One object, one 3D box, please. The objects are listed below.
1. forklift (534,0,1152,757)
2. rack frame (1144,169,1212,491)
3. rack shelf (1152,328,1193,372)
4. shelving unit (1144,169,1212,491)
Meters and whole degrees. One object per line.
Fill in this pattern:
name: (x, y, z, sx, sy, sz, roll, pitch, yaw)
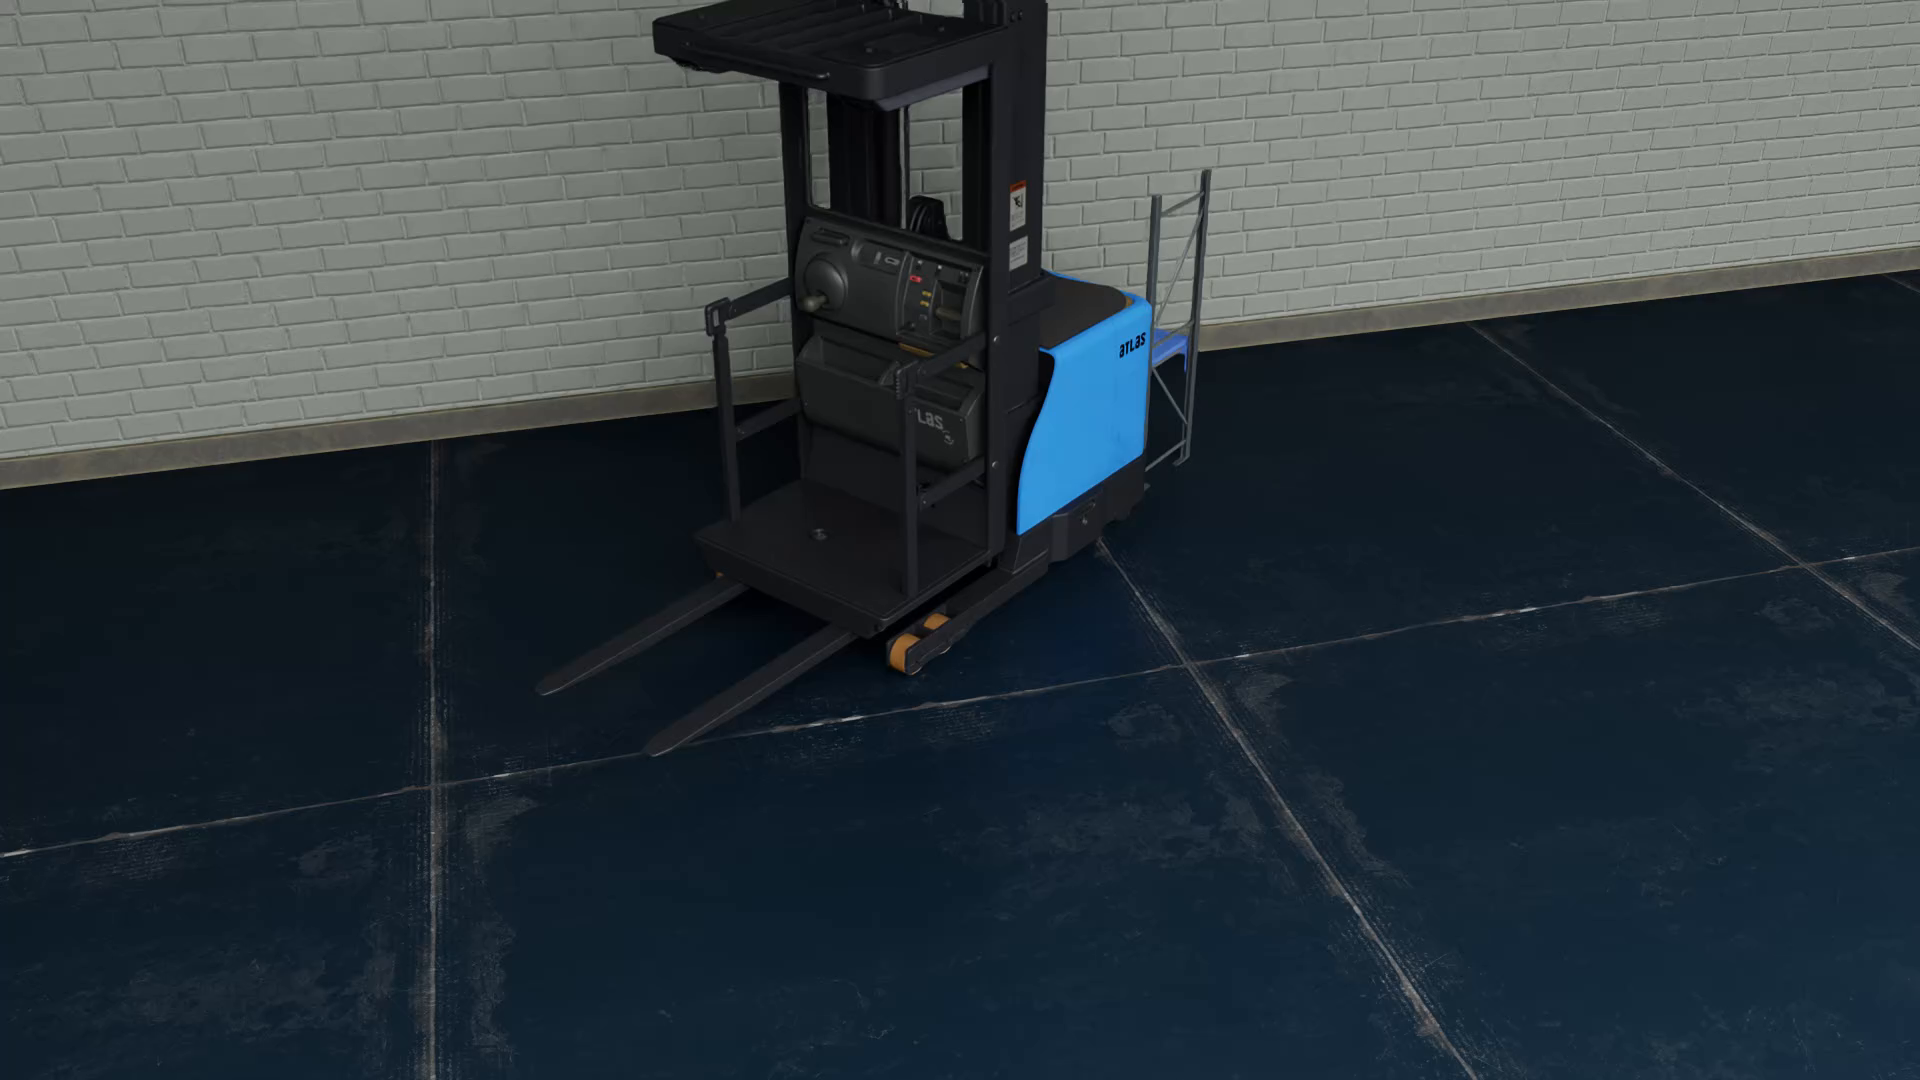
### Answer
forklift: (-0.425, -0.998, 6.549, 1.130, 2.935, 3.031, 22, 36, 32)
rack frame: (1.011, -0.975, 7.937, 0.032, 1.500, 0.500, 20, 36, 31)
rack shelf: (0.600, -0.969, 8.286, 1.000, 0.185, 0.538, 20, 36, 31)
shelving unit: (0.600, -1.125, 8.196, 1.048, 1.500, 0.538, 20, 36, 31)
